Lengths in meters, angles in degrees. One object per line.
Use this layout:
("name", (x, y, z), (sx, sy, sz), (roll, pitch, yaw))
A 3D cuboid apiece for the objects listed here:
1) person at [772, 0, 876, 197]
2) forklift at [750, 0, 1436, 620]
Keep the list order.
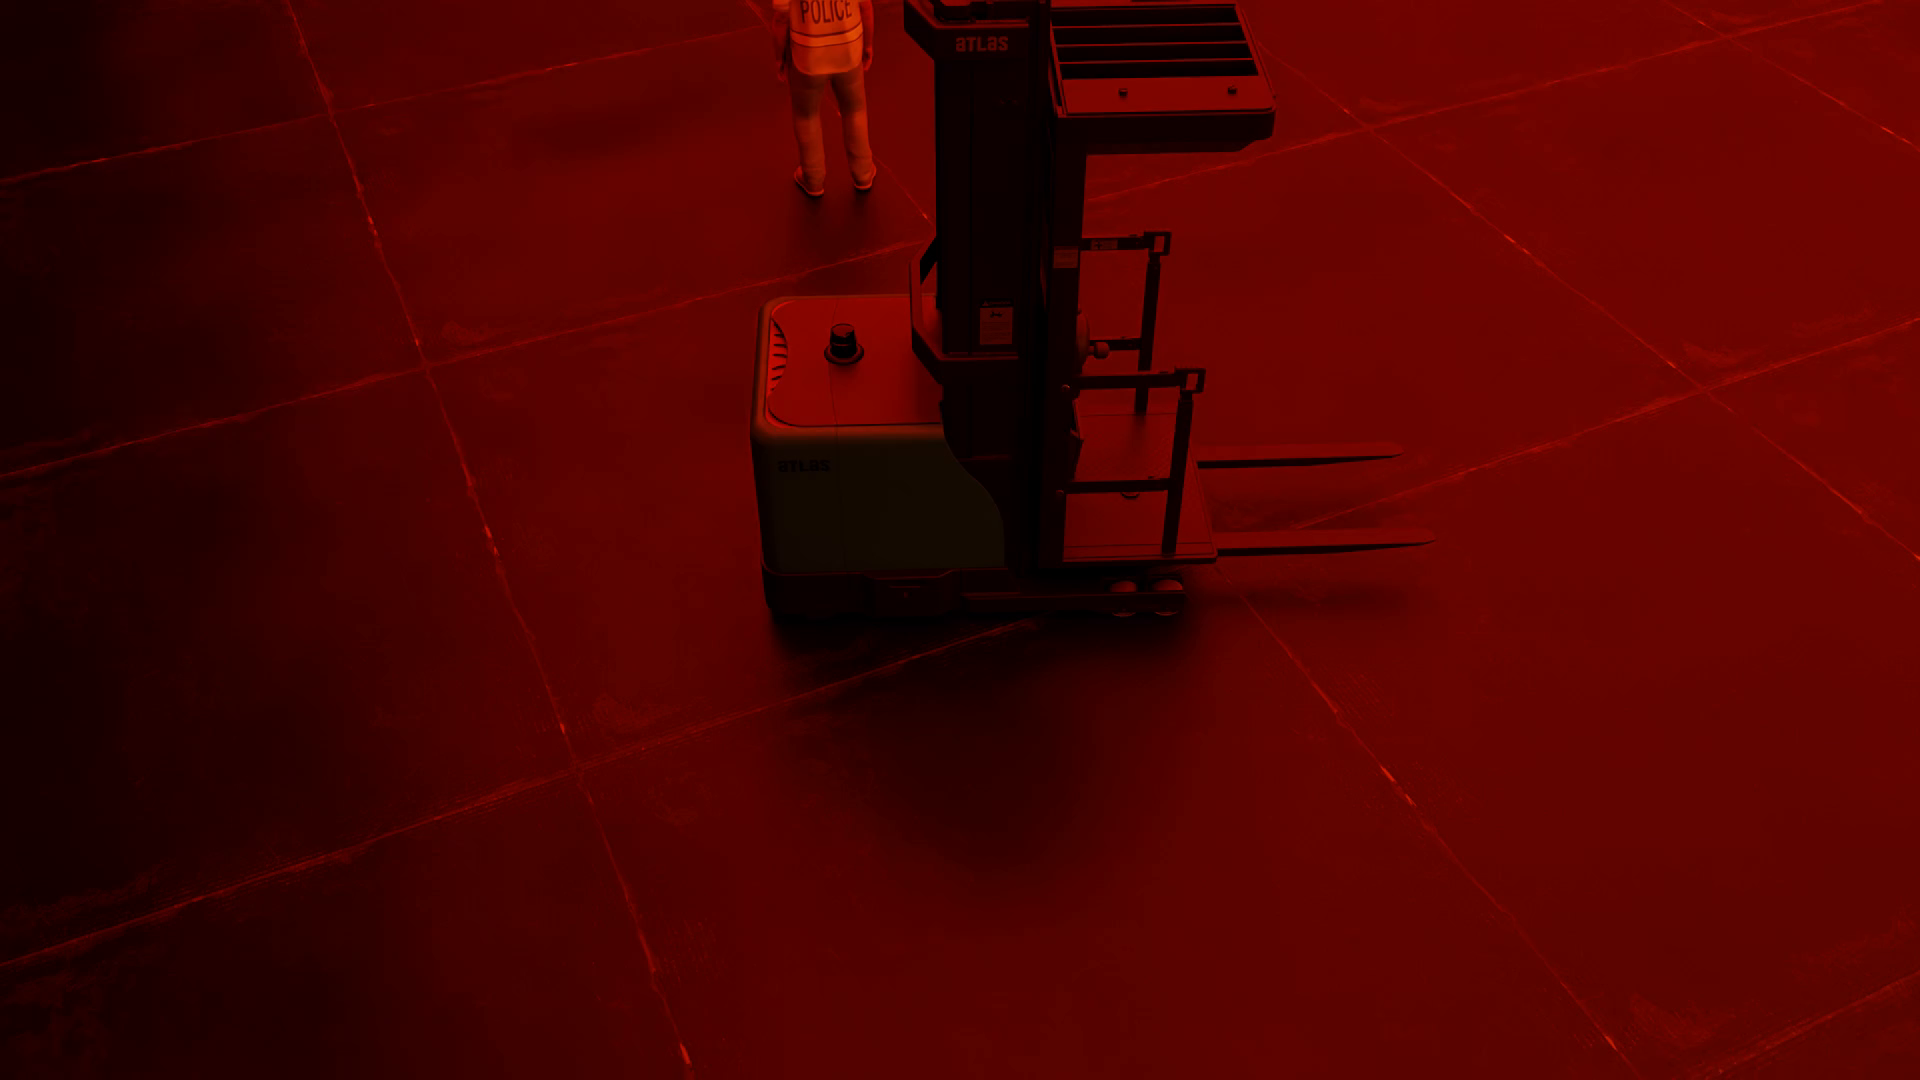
("person", (-0.775, -2.789, 9.537), (0.595, 1.743, 0.443), (-10, 44, -11))
("forklift", (0.622, -1.090, 6.848), (3.031, 2.935, 1.130), (-2, 43, -2))
